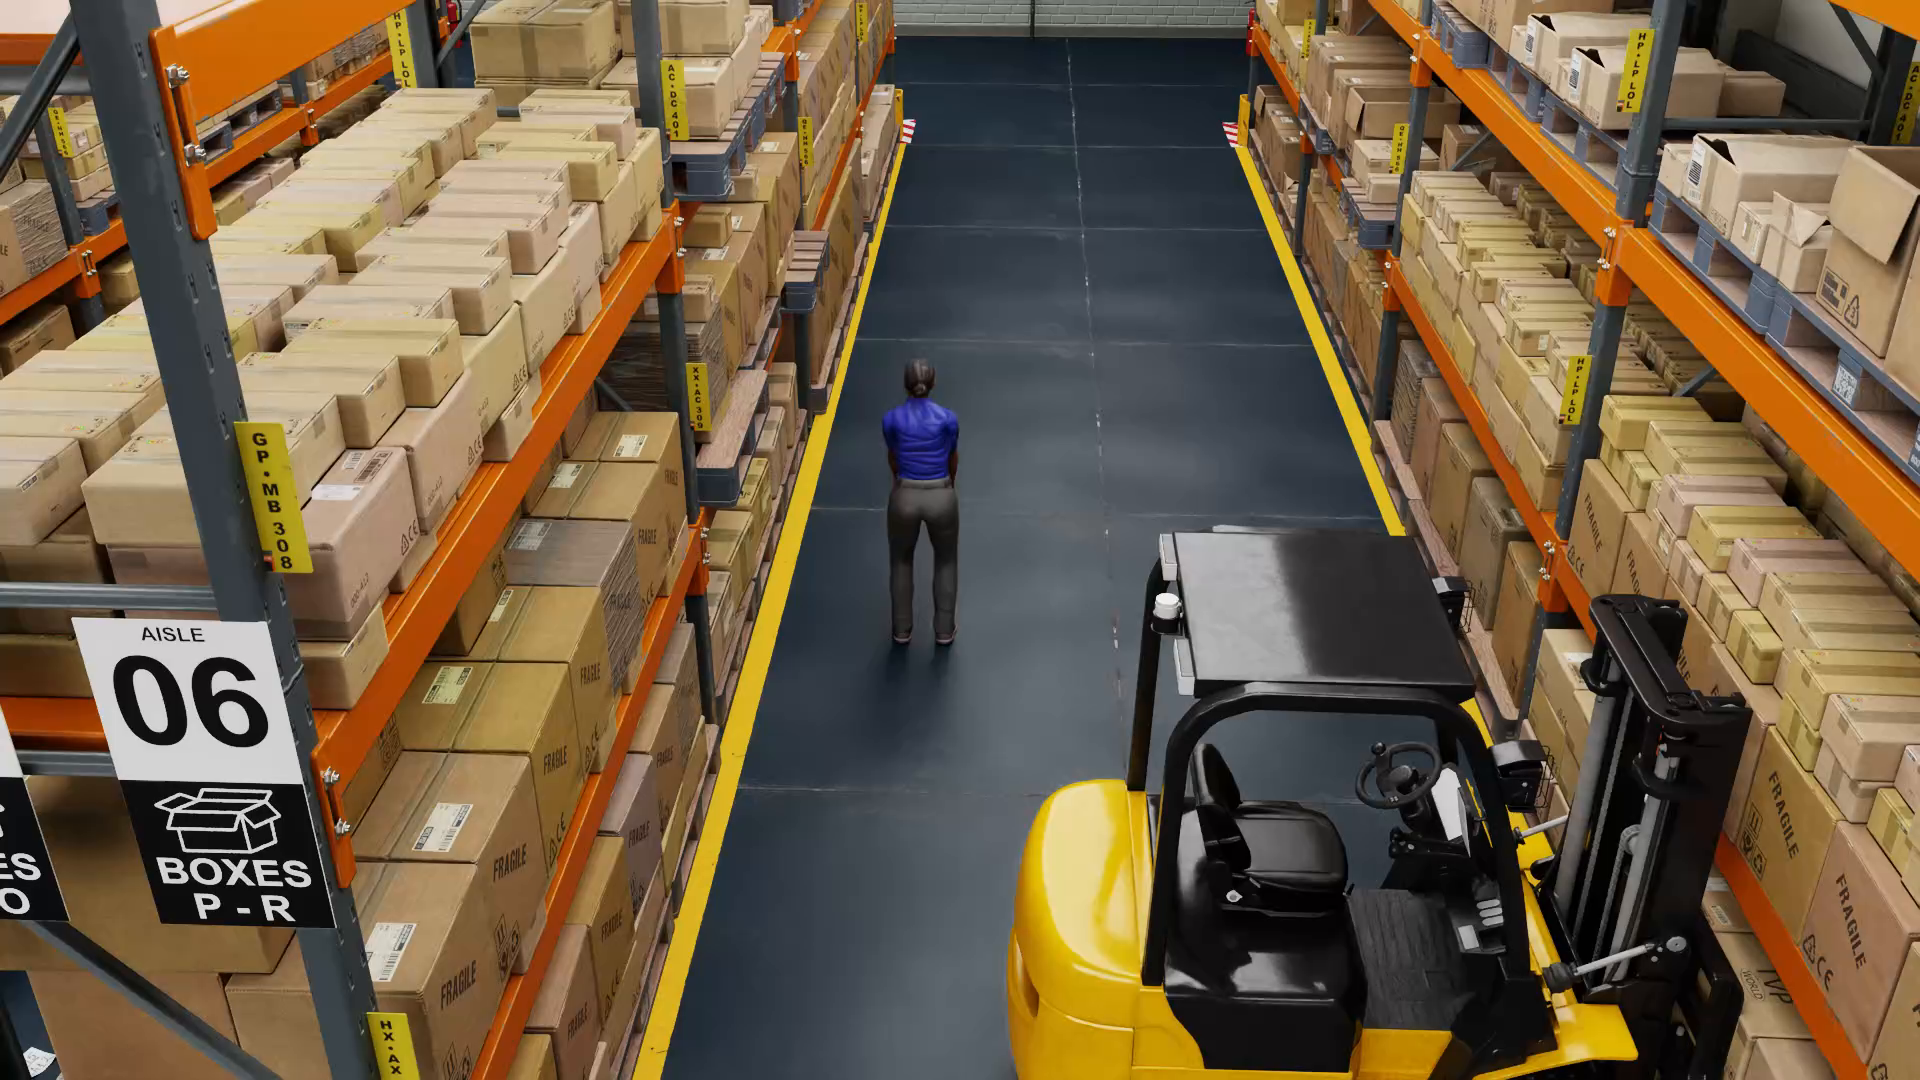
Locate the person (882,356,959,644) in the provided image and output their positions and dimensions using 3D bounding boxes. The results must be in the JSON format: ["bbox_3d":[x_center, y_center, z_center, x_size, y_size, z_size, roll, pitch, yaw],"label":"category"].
[{"bbox_3d":[-0.209,-0.231,9.081,0.412,1.647,0.531,0,28,1],"label":"person"}]
